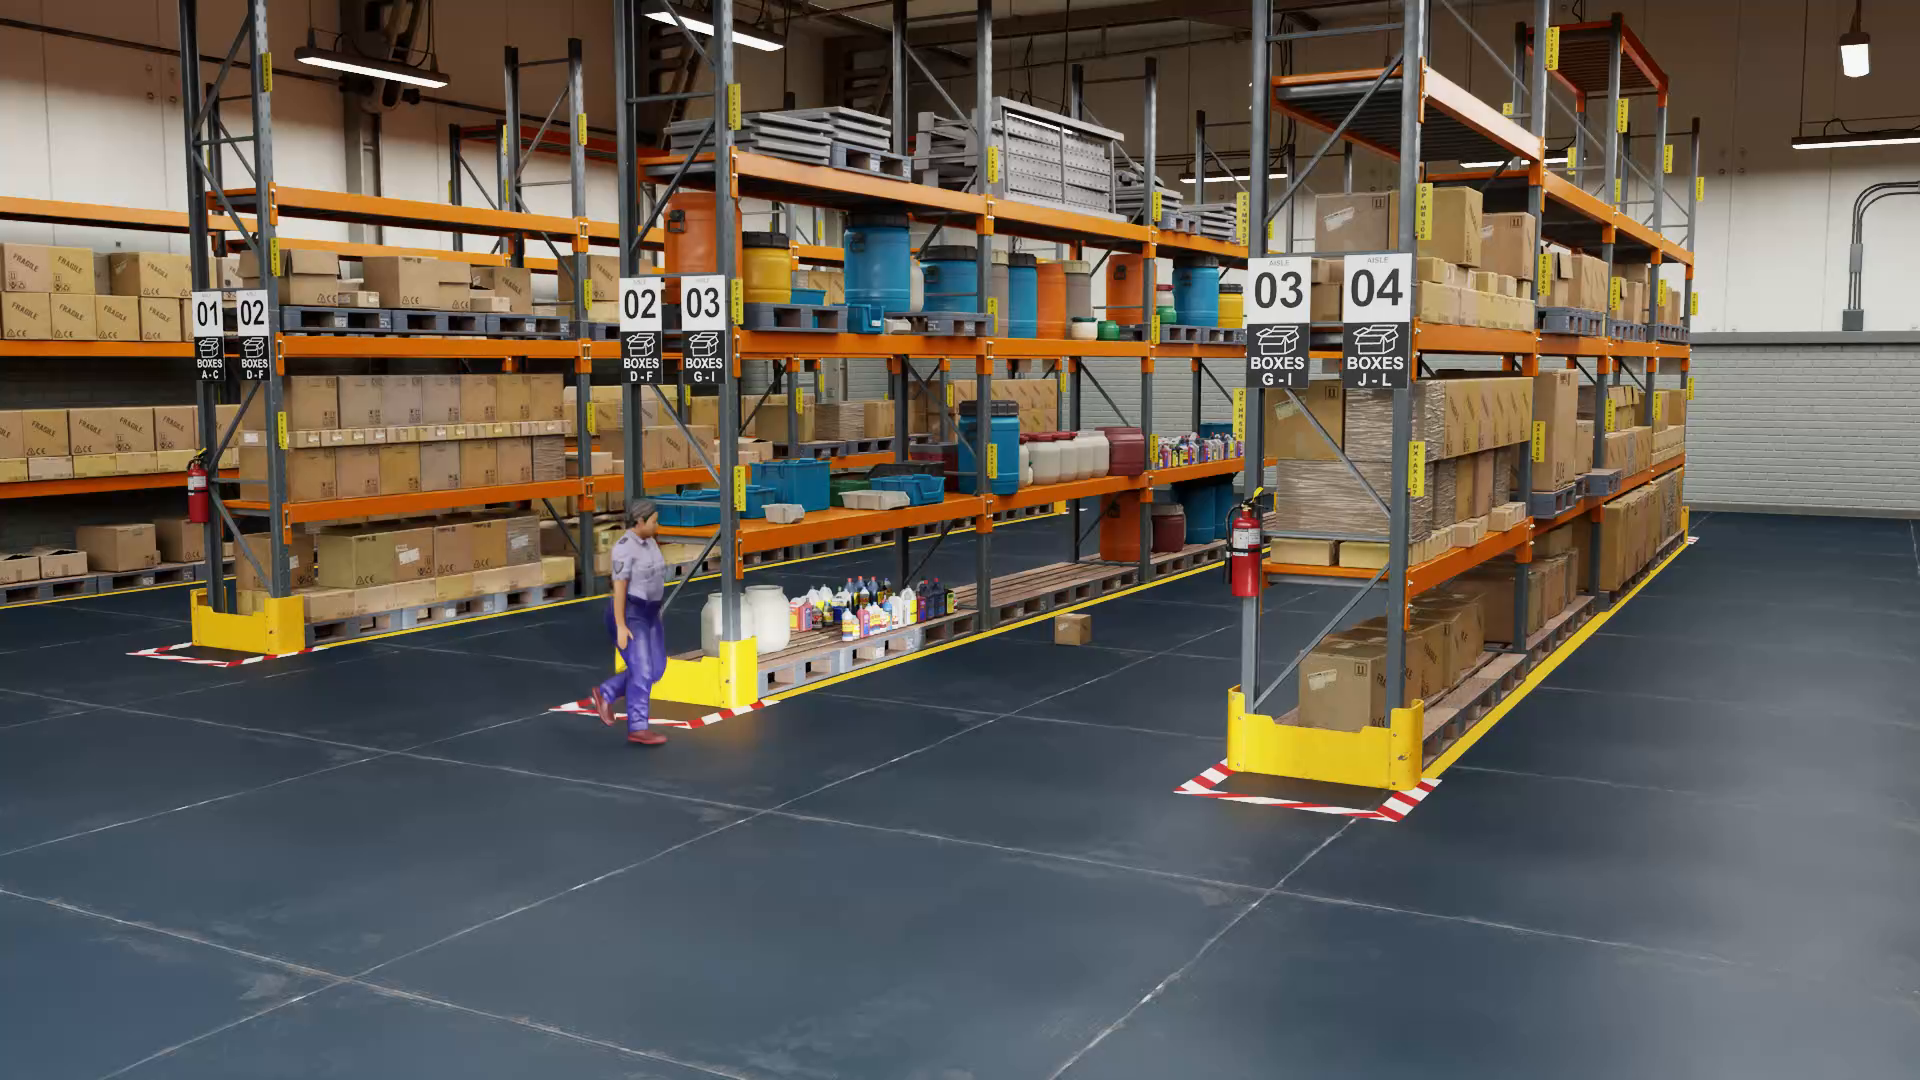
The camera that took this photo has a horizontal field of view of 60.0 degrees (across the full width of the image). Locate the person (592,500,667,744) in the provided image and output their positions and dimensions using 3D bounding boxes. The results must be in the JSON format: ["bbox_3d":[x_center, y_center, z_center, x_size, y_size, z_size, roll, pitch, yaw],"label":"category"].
[{"bbox_3d":[-2.256,0.543,11.305,0.691,1.602,0.563,2,6,18],"label":"person"}]
